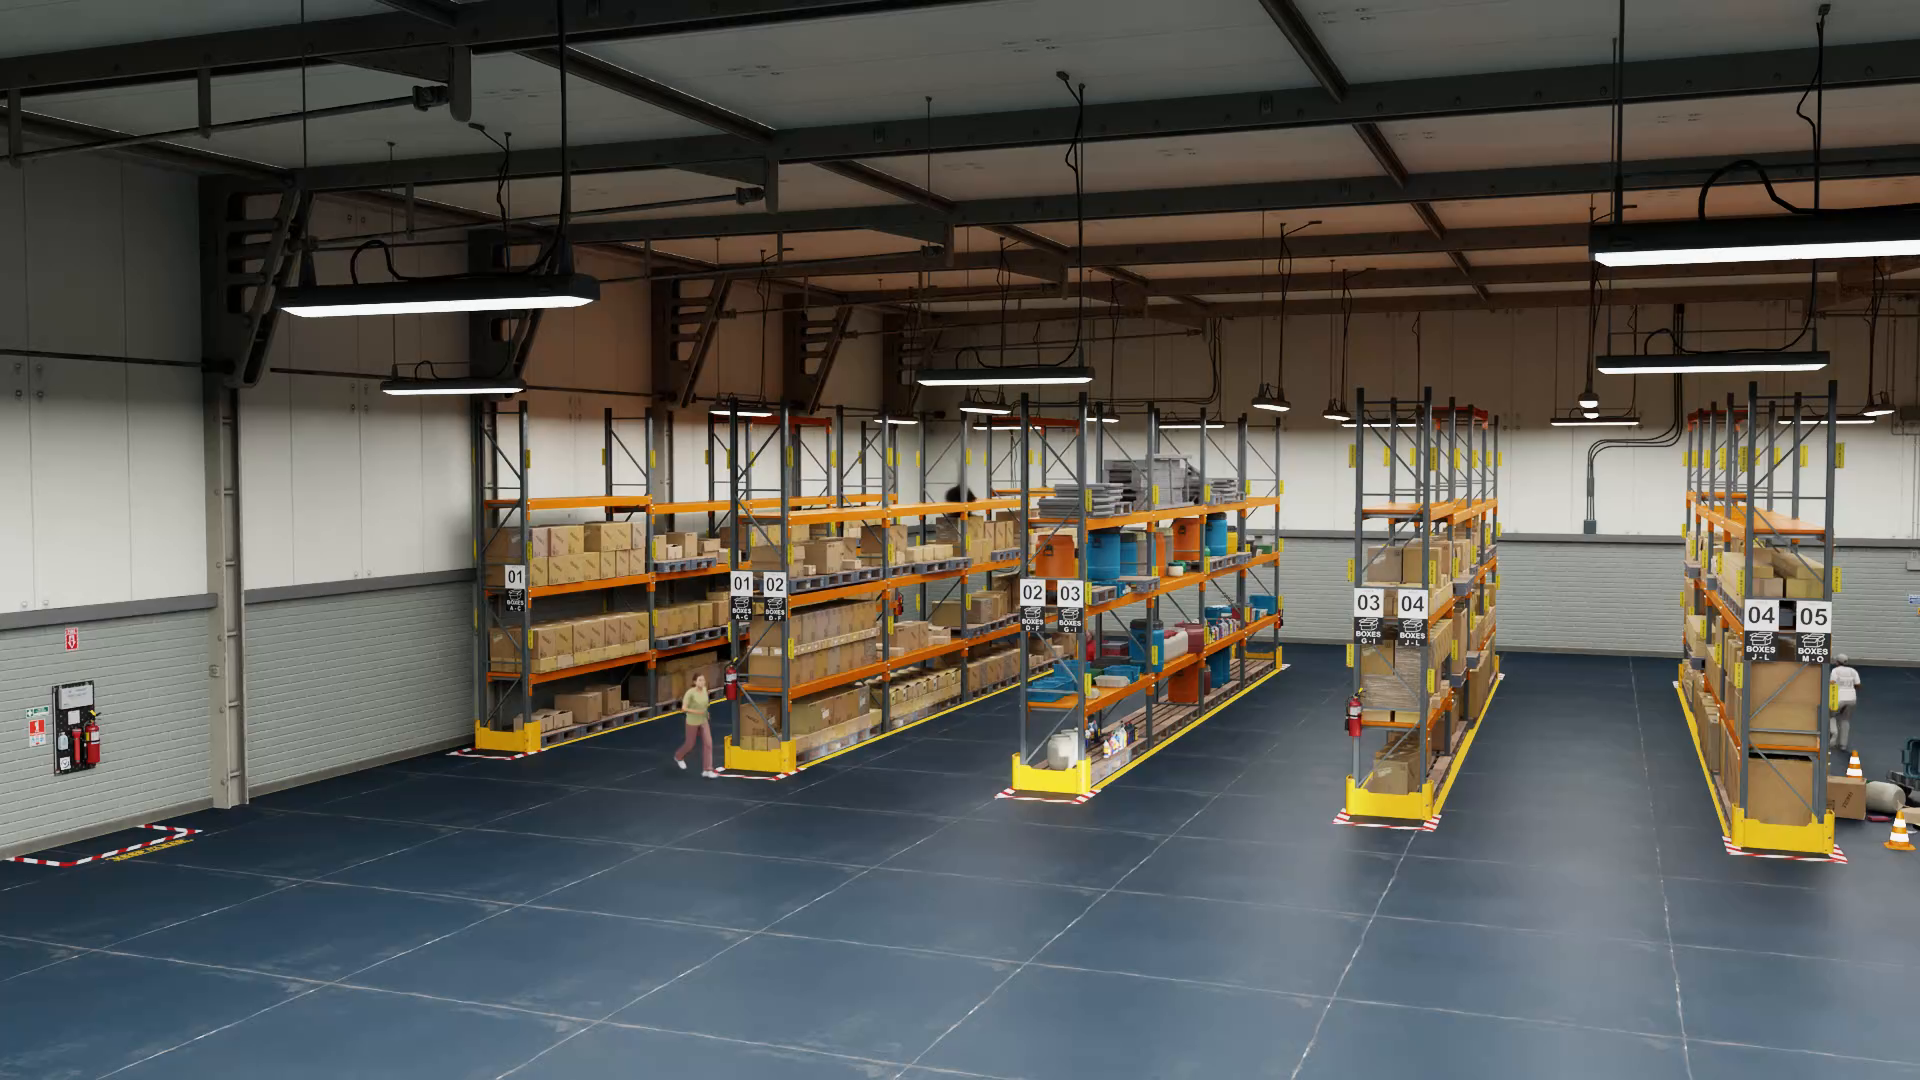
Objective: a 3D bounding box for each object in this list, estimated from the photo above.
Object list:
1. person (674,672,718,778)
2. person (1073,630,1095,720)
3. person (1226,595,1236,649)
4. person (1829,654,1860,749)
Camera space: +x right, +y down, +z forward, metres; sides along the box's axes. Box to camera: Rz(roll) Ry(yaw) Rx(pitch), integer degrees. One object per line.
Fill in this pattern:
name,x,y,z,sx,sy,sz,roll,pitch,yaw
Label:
person,-4.187,2.888,26.202,0.555,1.640,1.007,-2,4,-41
person,2.442,2.589,32.249,0.782,1.723,0.719,-2,3,-35
person,6.665,2.176,41.024,0.540,1.643,0.655,1,3,22
person,15.264,2.782,28.817,0.574,1.612,0.561,0,3,10
